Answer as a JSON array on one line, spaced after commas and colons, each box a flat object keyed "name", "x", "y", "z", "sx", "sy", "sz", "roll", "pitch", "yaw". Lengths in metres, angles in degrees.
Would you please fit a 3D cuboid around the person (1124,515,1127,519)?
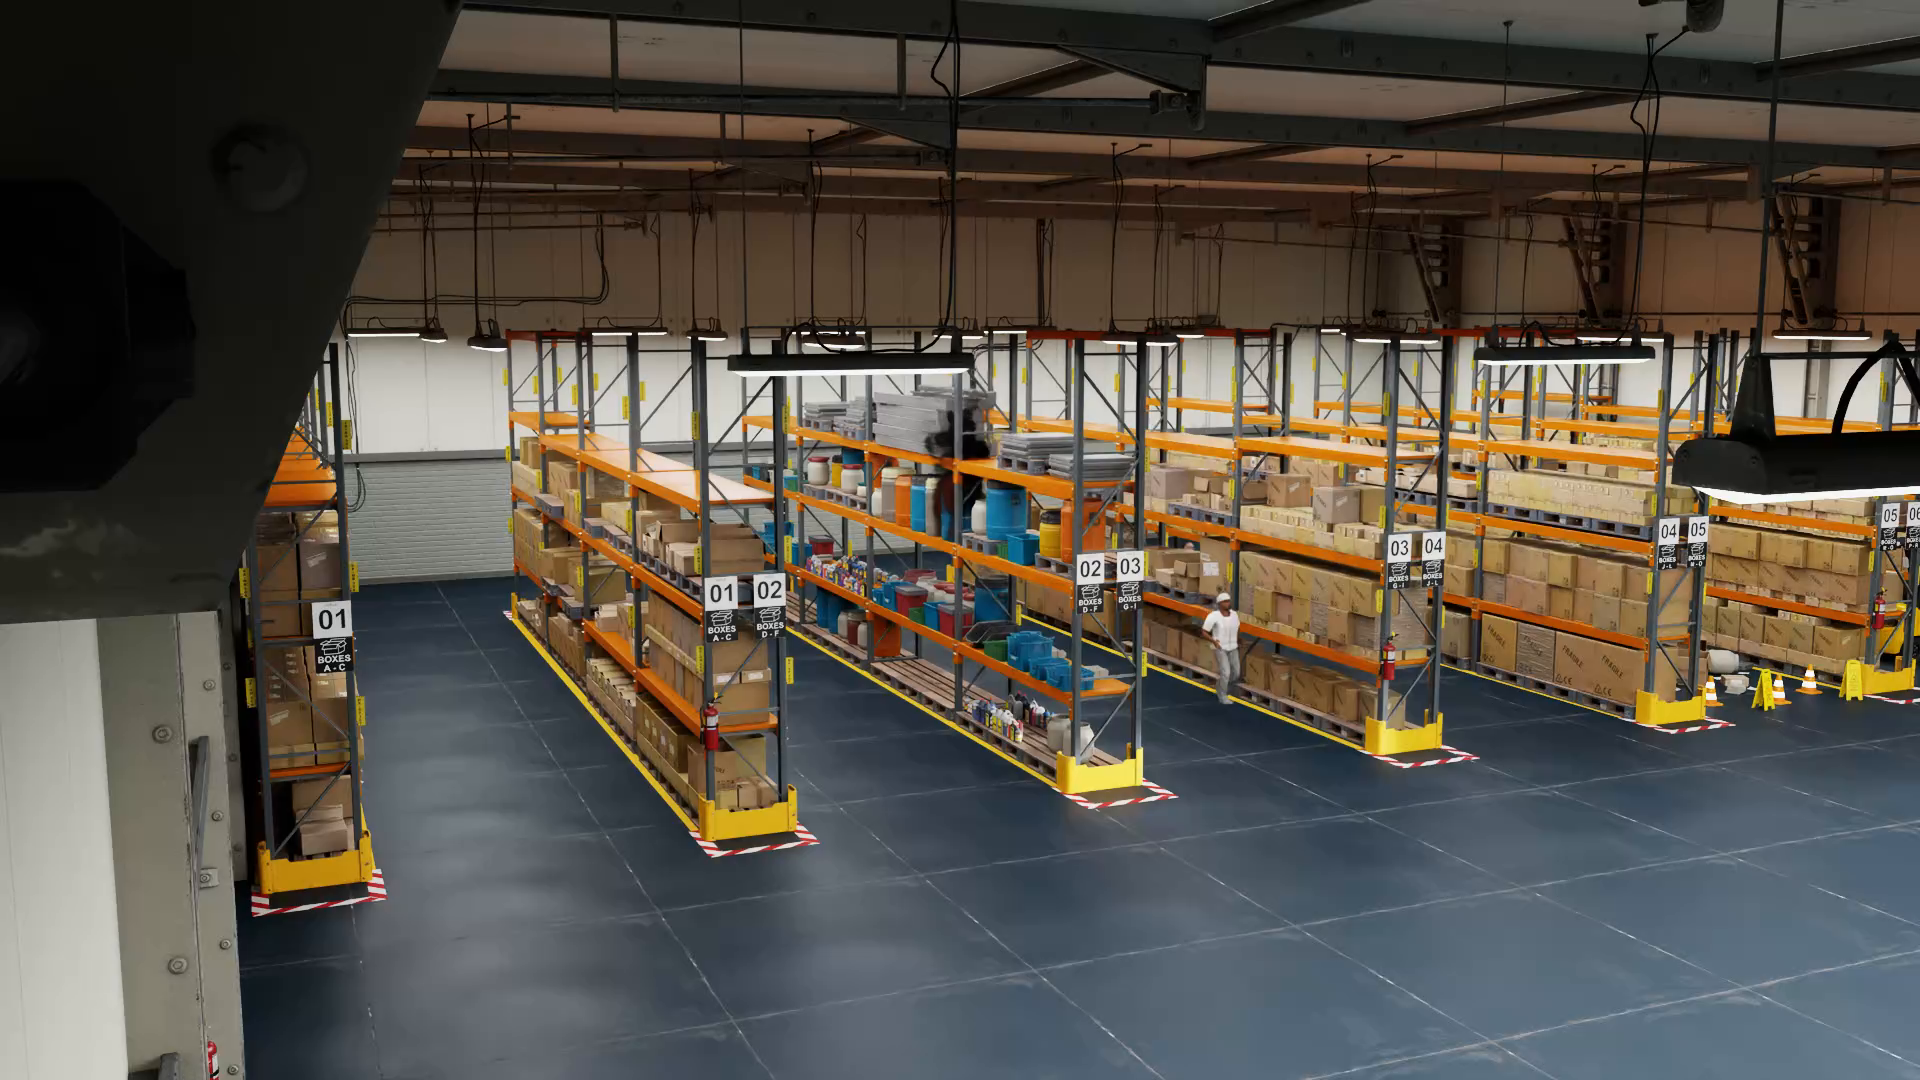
[{"name": "person", "x": 3.788, "y": 0.261, "z": 38.602, "sx": 0.699, "sy": 1.689, "sz": 0.616, "roll": -3, "pitch": 8, "yaw": -21}]

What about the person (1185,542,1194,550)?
[{"name": "person", "x": 4.606, "y": 0.930, "z": 33.422, "sx": 0.688, "sy": 1.765, "sz": 0.580, "roll": -4, "pitch": 9, "yaw": -29}]

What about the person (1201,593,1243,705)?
[{"name": "person", "x": 4.101, "y": 1.681, "z": 25.824, "sx": 0.697, "sy": 1.728, "sz": 0.554, "roll": -4, "pitch": 9, "yaw": -24}]
